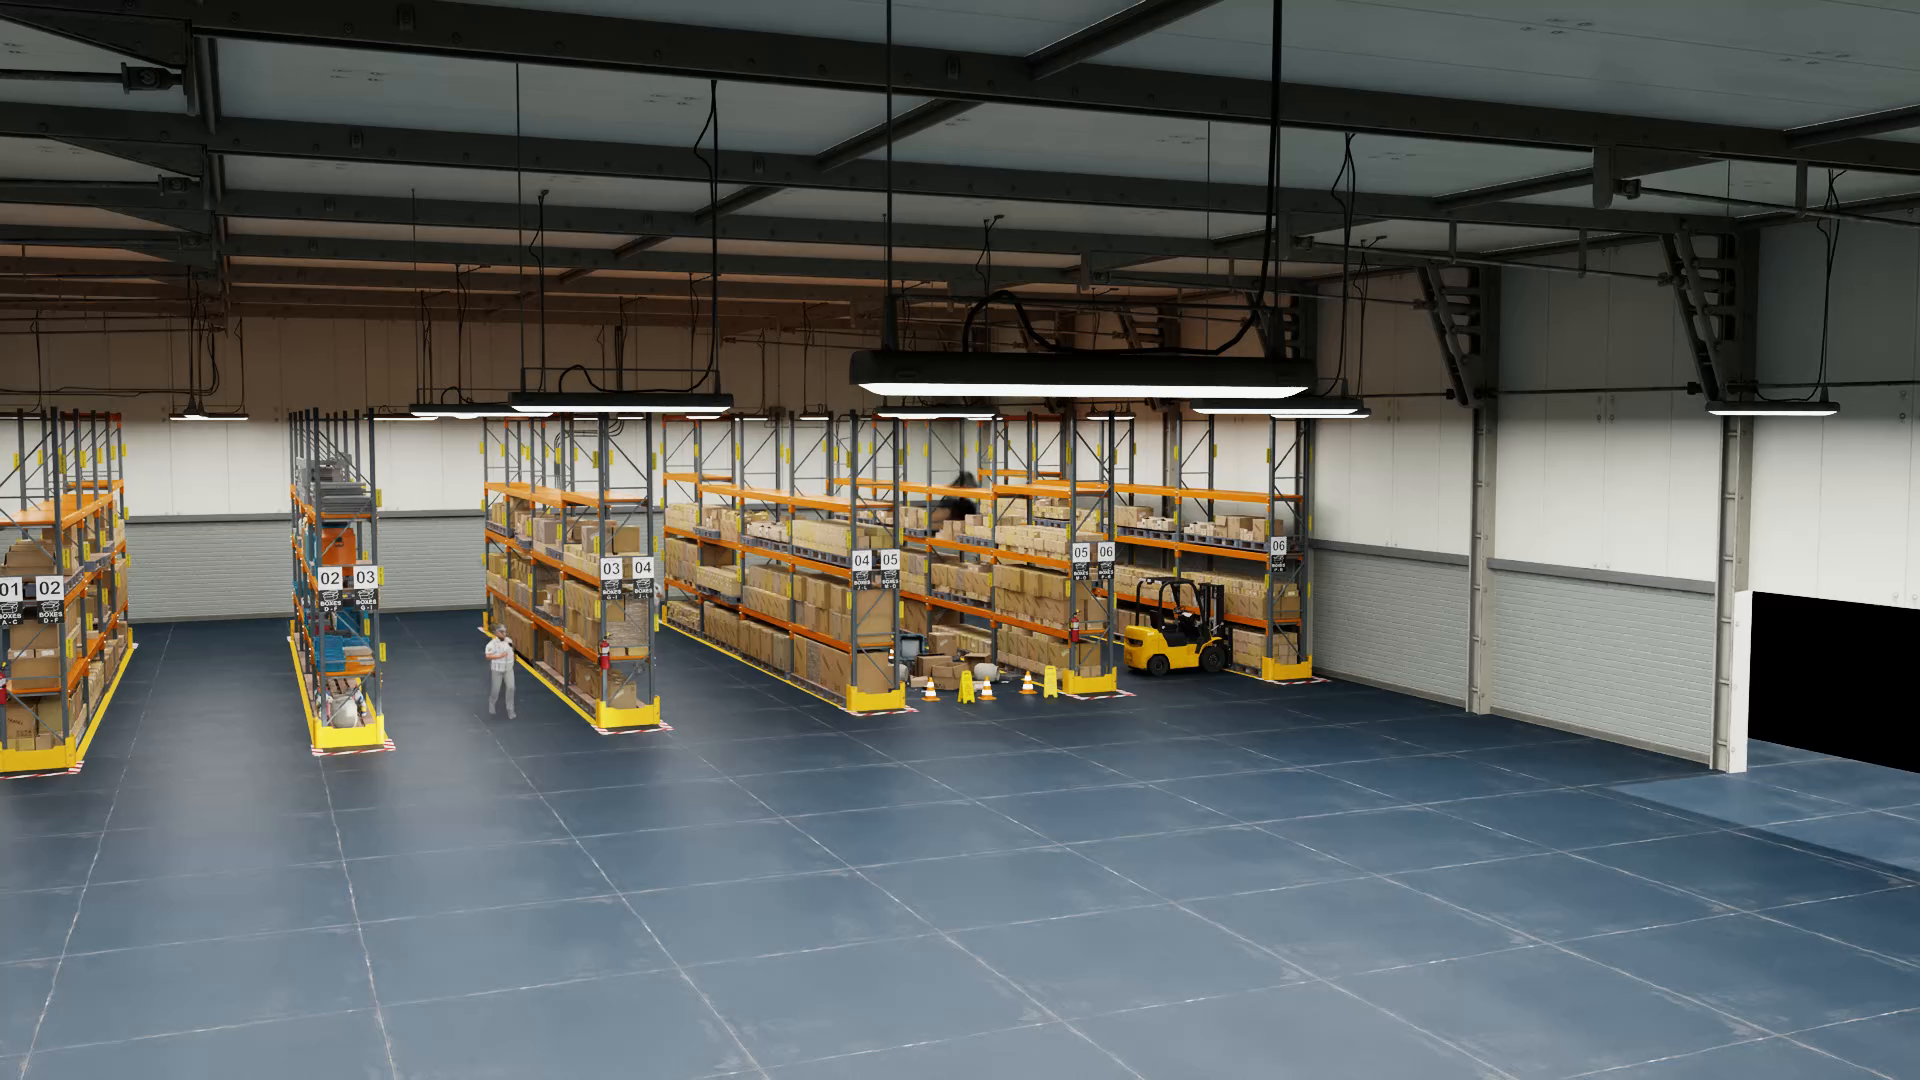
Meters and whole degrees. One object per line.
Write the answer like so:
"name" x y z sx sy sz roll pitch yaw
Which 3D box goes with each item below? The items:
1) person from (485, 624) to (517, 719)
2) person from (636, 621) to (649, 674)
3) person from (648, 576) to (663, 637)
"person" -8.969 2.558 32.474 0.664 1.839 0.848 -3 5 -37
"person" -7.361 2.195 38.443 0.584 1.754 0.757 -2 4 -22
"person" -8.275 1.751 44.696 0.611 1.645 0.934 -2 4 -24
